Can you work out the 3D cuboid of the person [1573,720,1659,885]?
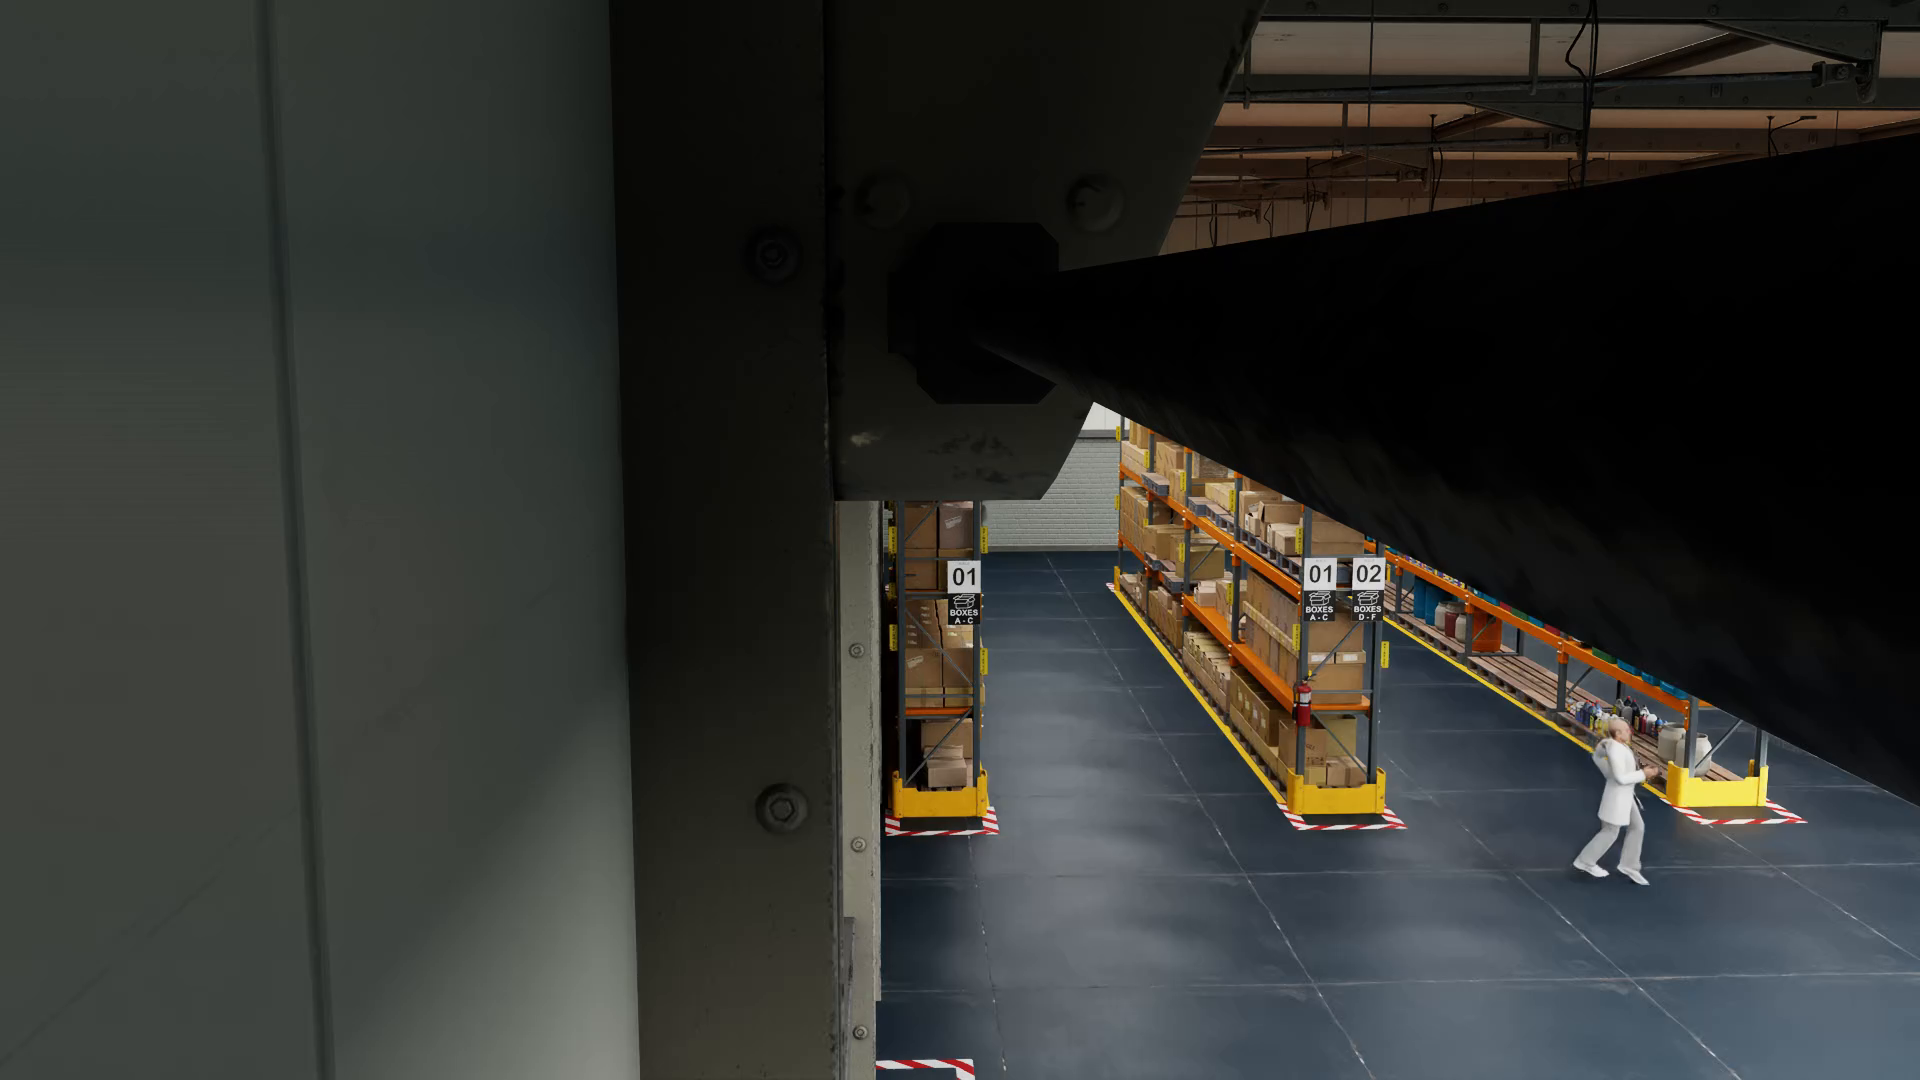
[{"bbox_3d":[7.147,2.858,18.101,0.814,1.844,0.688,4,9,25],"label":"person"}]
